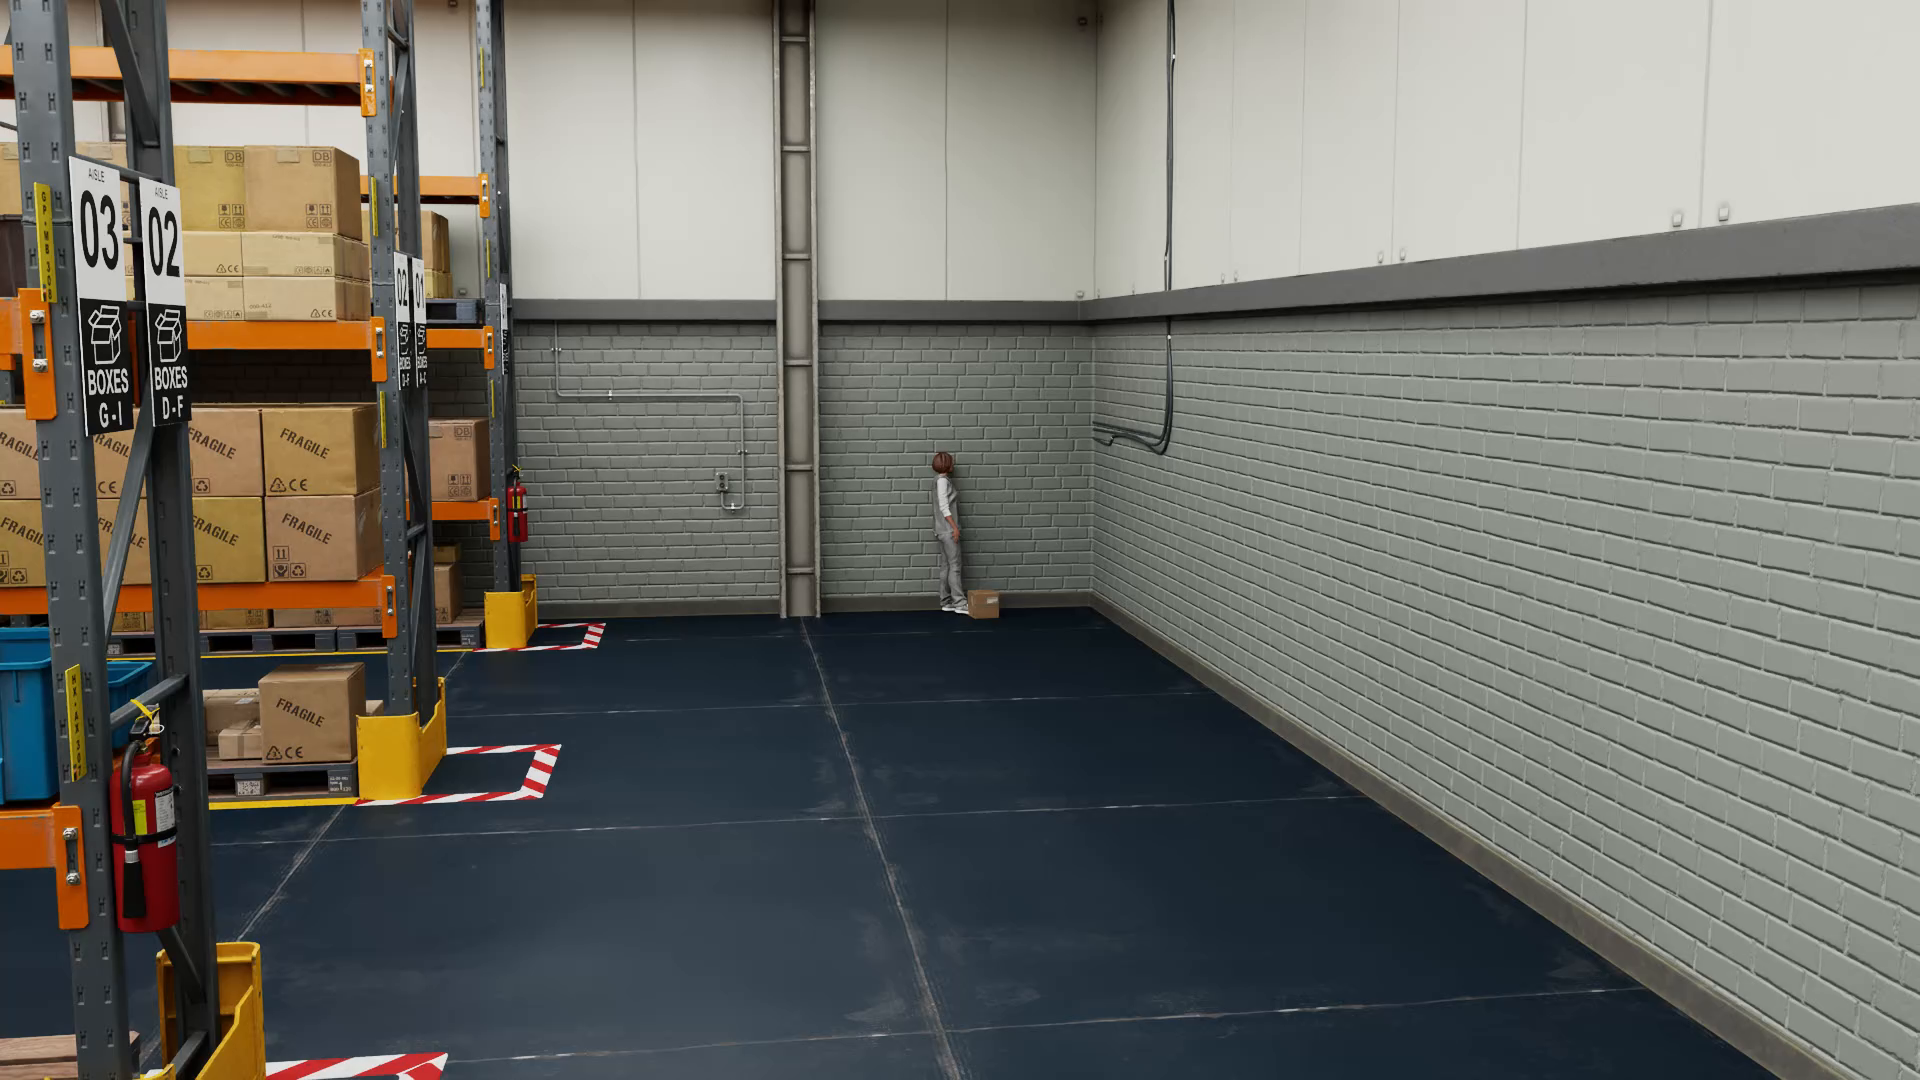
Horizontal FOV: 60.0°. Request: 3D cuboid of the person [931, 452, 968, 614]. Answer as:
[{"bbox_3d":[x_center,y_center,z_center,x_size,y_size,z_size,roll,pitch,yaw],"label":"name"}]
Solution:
[{"bbox_3d":[-0.046,-0.077,16.602,0.472,1.600,0.521,-1,7,-9],"label":"person"}]
